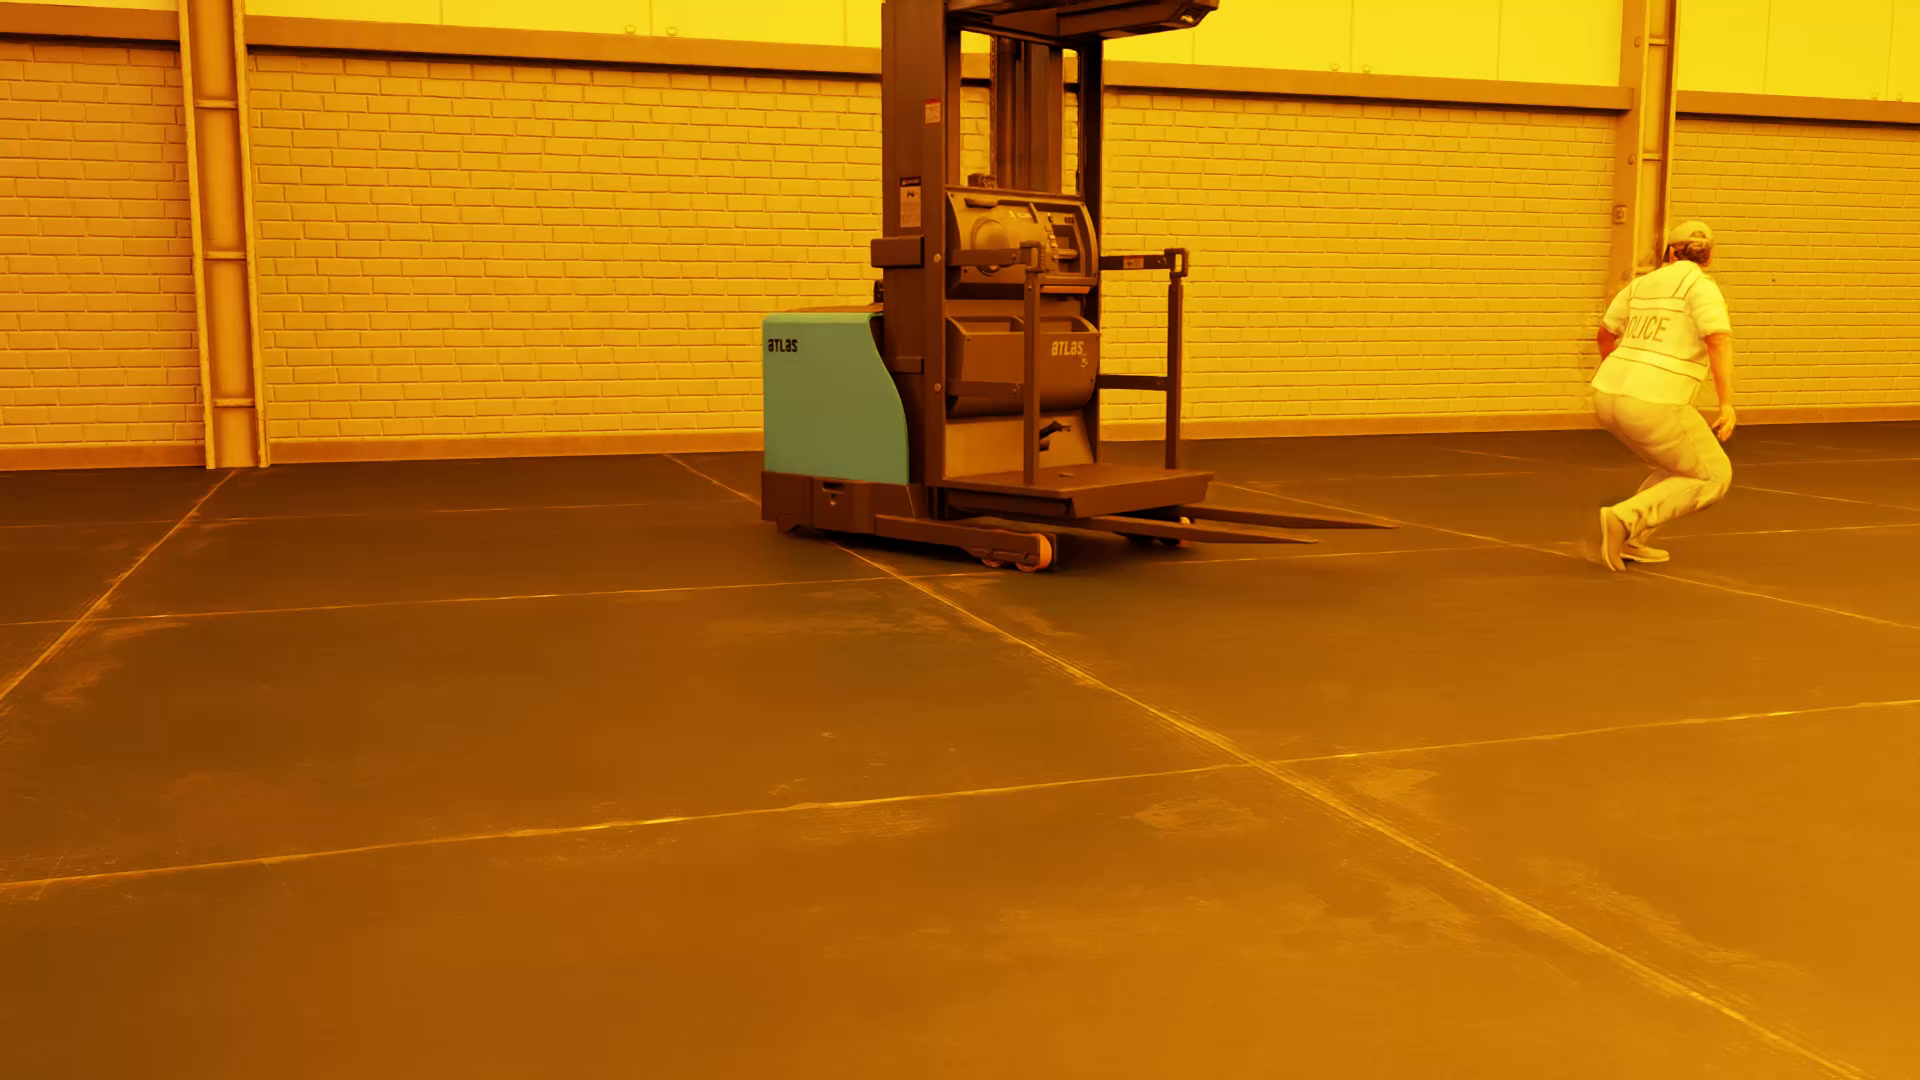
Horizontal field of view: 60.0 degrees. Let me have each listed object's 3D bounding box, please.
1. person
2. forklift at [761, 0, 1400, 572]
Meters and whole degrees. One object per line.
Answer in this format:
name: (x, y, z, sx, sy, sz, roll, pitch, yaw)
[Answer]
person: (2.933, -0.594, 6.984, 0.565, 1.480, 0.834, -1, 8, -7)
forklift: (0.443, -1.396, 7.310, 3.031, 2.935, 1.130, 7, 11, 43)
